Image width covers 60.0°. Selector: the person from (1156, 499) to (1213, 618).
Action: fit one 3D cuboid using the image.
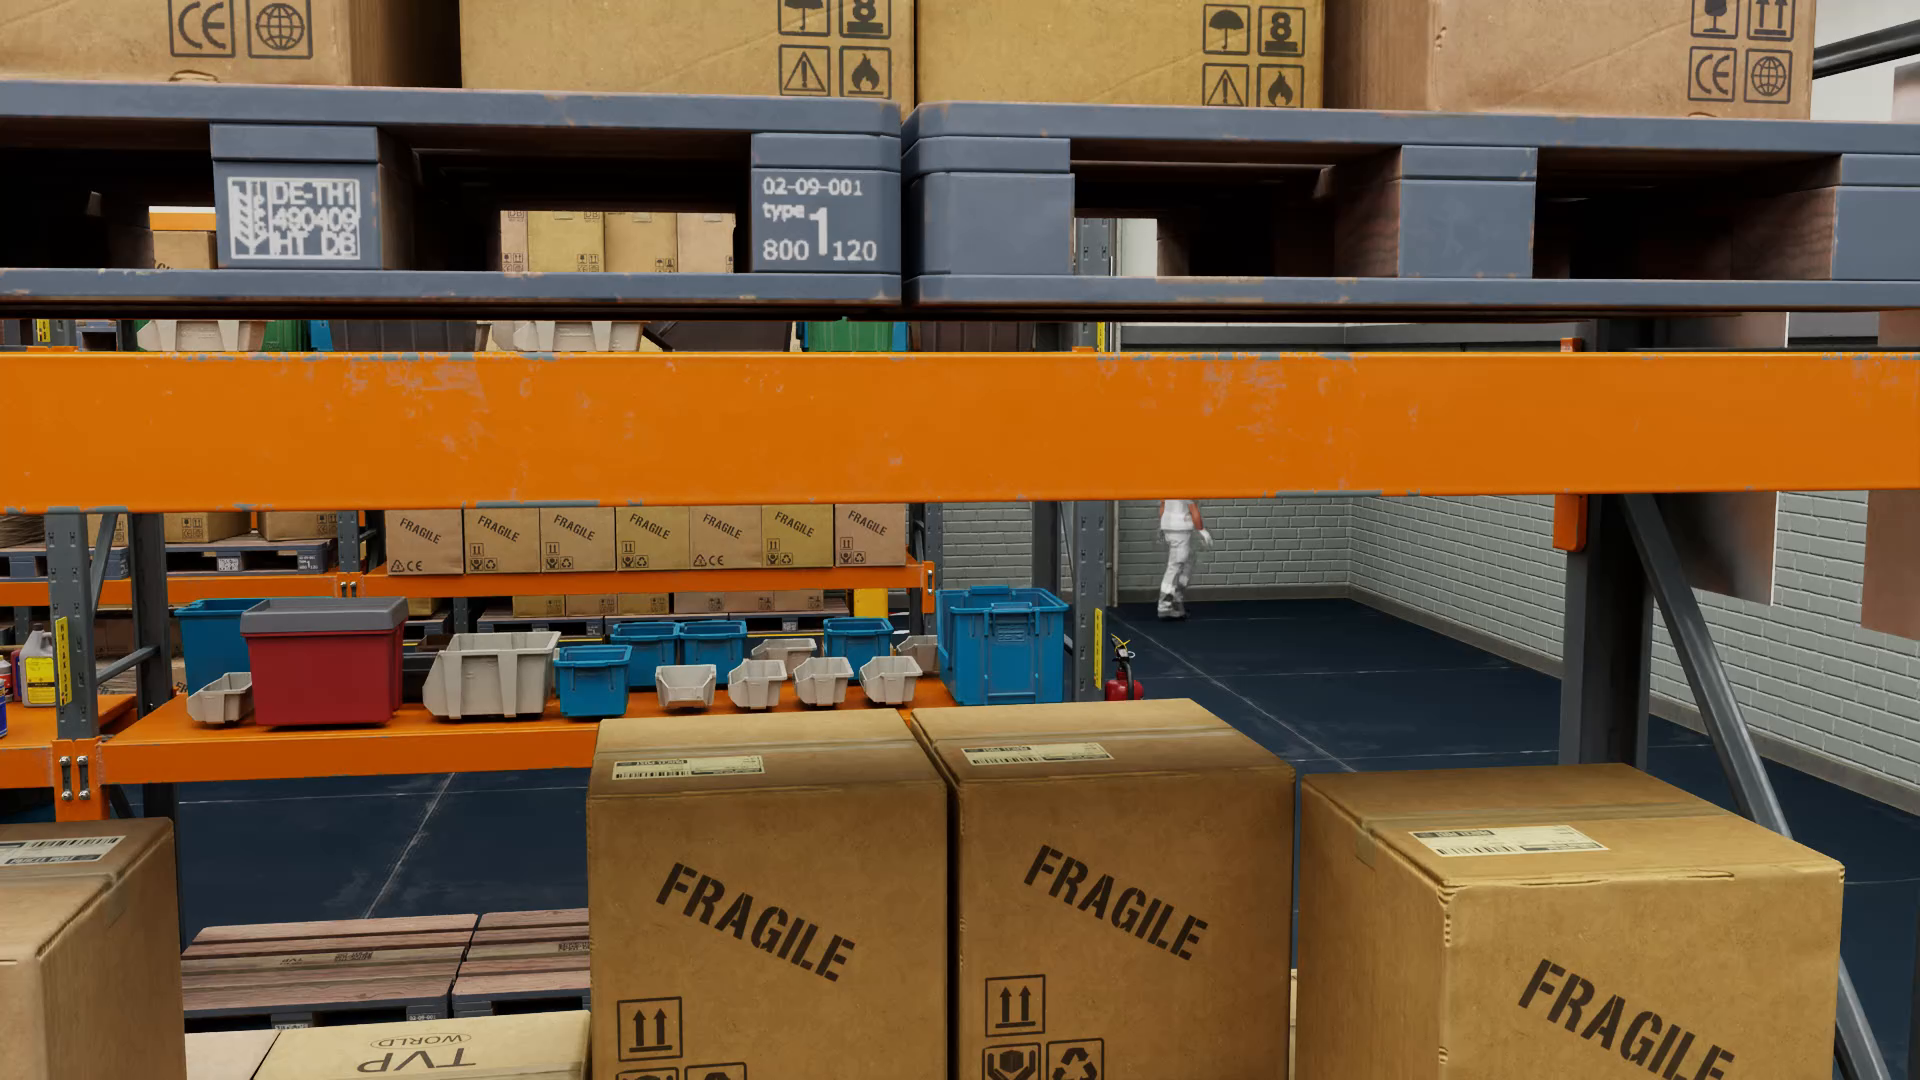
[{"bbox_3d":[2.297,-0.051,17.532,0.545,1.827,0.666,-3,7,-23],"label":"person"}]
